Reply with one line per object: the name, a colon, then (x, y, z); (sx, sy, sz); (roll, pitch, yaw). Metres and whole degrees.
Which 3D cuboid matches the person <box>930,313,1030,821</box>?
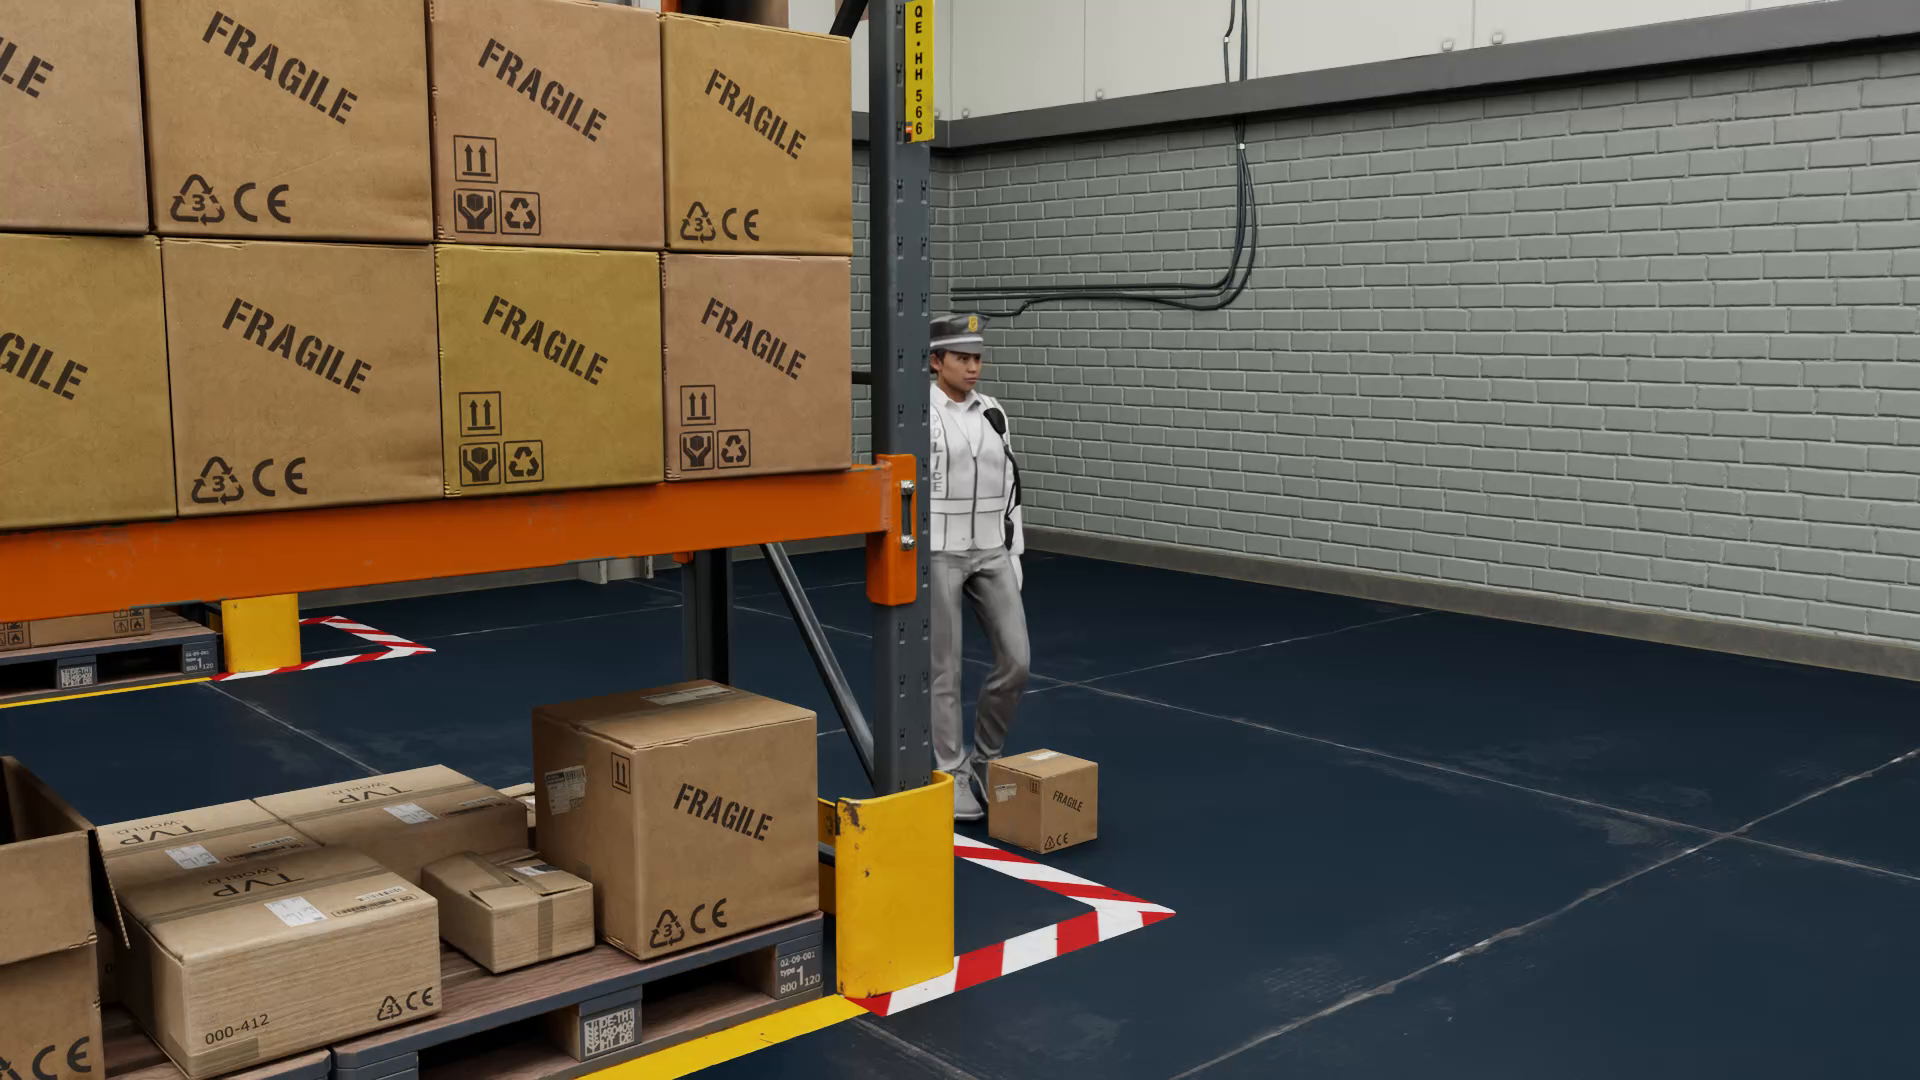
person: (0.004, 0.096, 5.600); (0.549, 1.707, 0.410); (-4, 8, -27)
